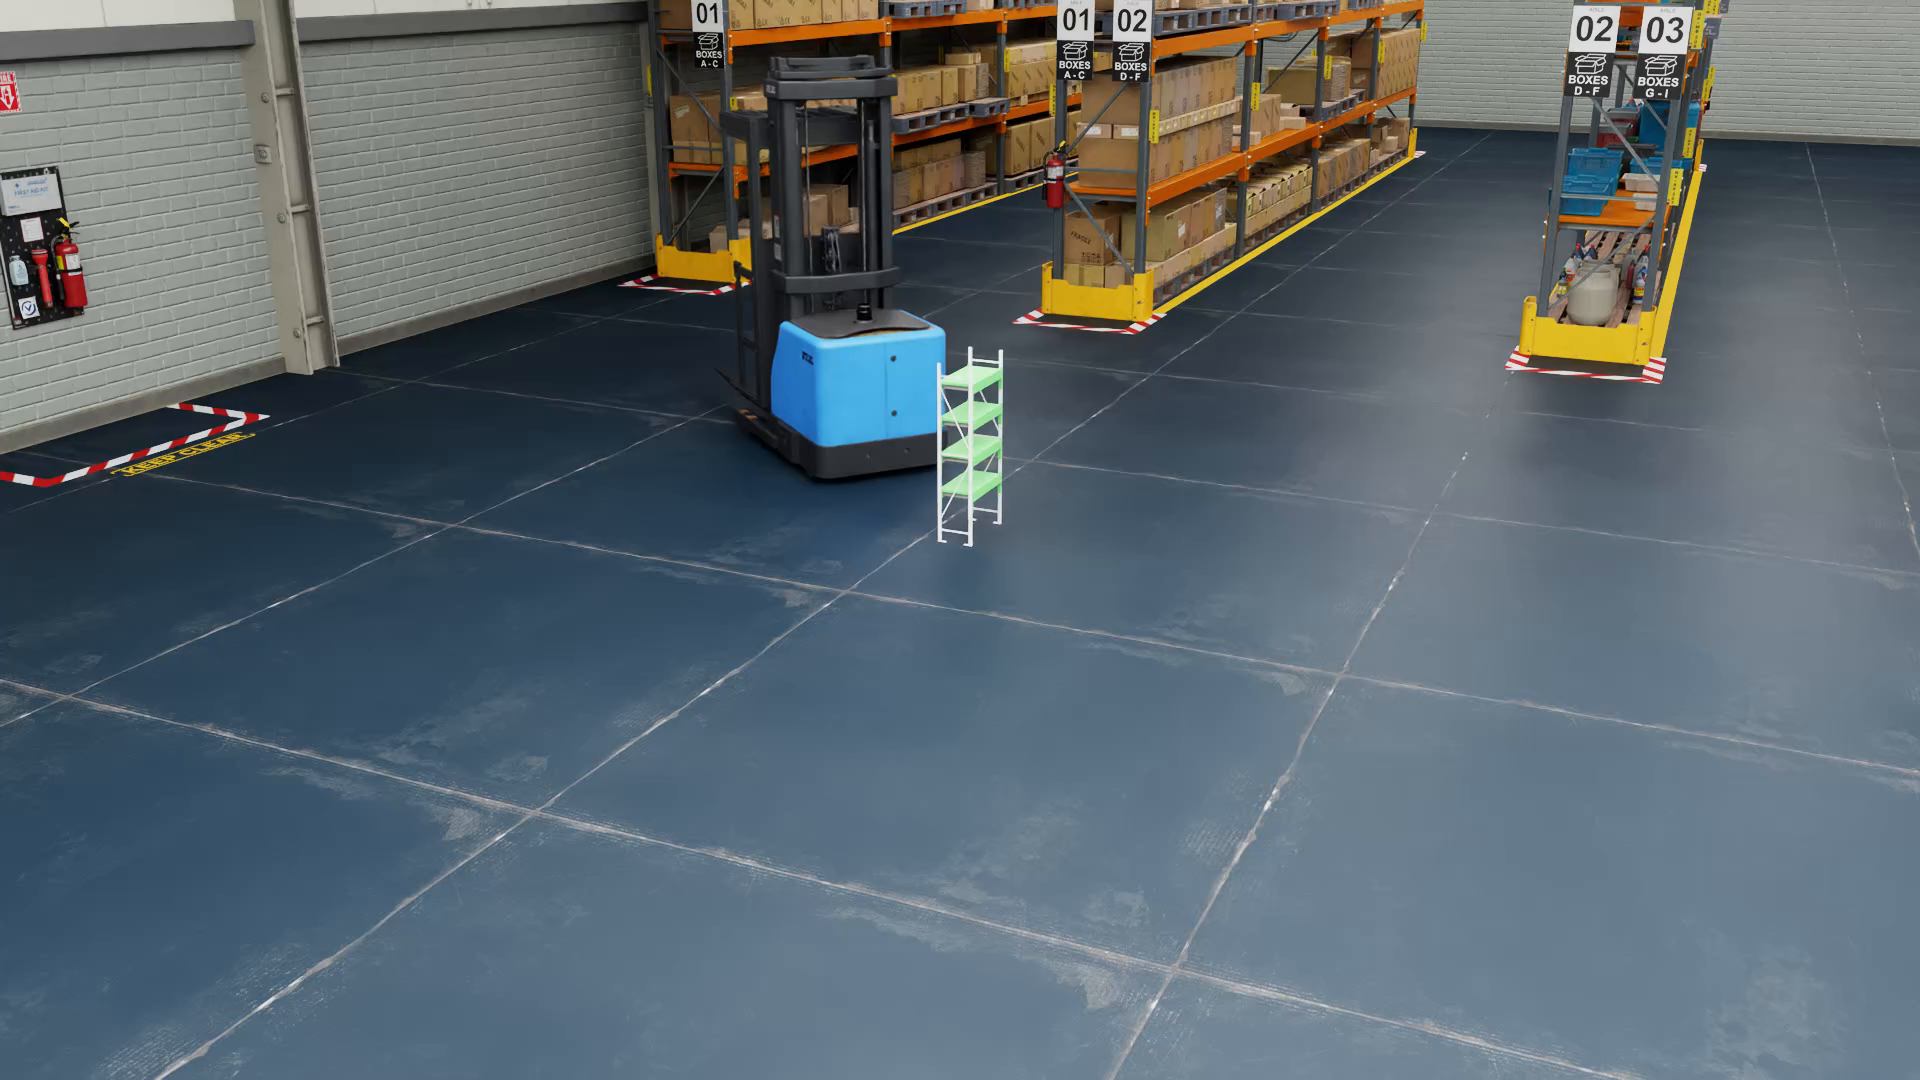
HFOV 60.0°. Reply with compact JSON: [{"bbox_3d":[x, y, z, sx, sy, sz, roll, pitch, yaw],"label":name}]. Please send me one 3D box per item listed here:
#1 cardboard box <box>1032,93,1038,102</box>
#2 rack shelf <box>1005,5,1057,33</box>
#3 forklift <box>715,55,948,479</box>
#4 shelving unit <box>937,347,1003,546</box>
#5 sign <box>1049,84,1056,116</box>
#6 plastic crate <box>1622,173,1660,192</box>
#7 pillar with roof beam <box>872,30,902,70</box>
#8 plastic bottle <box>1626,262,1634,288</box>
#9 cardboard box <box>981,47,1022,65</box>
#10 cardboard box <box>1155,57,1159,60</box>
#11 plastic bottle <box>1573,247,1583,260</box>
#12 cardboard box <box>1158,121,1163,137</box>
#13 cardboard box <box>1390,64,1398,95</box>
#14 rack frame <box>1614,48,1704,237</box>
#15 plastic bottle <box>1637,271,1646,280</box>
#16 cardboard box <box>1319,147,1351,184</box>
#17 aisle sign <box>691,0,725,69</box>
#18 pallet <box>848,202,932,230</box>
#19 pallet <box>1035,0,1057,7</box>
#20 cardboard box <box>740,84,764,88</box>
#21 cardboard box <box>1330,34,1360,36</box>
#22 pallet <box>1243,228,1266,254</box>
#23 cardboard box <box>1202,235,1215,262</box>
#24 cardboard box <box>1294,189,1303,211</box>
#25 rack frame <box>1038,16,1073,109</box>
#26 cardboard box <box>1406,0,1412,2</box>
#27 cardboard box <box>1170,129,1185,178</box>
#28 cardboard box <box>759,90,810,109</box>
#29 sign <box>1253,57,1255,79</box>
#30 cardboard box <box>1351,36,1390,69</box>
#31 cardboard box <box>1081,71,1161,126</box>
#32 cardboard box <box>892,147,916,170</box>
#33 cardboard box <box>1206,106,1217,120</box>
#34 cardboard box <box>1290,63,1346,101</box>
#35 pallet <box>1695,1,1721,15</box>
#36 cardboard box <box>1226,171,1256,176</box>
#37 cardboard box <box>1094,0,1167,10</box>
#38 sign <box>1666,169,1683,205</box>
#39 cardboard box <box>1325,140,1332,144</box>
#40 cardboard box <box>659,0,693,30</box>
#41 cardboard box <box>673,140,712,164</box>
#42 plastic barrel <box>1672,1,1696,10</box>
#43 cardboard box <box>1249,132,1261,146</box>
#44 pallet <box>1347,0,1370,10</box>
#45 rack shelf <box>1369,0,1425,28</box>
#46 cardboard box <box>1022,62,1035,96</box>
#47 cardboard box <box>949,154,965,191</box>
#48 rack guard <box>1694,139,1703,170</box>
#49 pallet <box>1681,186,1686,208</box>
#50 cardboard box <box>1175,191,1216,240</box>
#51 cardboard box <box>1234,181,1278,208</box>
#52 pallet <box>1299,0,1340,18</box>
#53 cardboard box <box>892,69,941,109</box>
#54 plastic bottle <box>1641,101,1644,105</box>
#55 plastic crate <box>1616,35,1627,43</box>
[{"bbox_3d":[1.068,-7.310,27.391,0.380,0.149,0.250,9,21,24],"label":"cardboard box"},{"bbox_3d":[1.040,-8.638,27.379,1.077,0.370,4.000,9,21,23],"label":"rack shelf"},{"bbox_3d":[-1.185,-2.276,12.994,1.130,2.935,3.031,-9,22,-24],"label":"forklift"},{"bbox_3d":[0.068,-0.616,10.910,0.258,1.200,0.503,9,21,23],"label":"shelving unit"},{"bbox_3d":[0.976,-4.564,17.245,0.100,0.325,0.005,9,21,23],"label":"sign"},{"bbox_3d":[7.187,-3.715,17.332,0.530,0.136,0.437,9,21,23],"label":"plastic crate"},{"bbox_3d":[2.827,-8.910,22.592,9.100,9.000,0.400,9,21,23],"label":"pillar with roof beam"},{"bbox_3d":[7.242,-2.869,17.958,0.061,0.283,0.133,9,21,23],"label":"plastic bottle"},{"bbox_3d":[0.654,-7.615,26.162,0.500,0.250,0.500,9,22,24],"label":"cardboard box"},{"bbox_3d":[3.297,-9.382,32.426,0.980,0.700,0.700,10,22,25],"label":"cardboard box"},{"bbox_3d":[6.835,-3.082,18.455,0.144,0.351,0.185,8,21,20],"label":"plastic bottle"},{"bbox_3d":[1.928,-4.353,17.614,0.380,0.149,0.250,8,21,21],"label":"cardboard box"},{"bbox_3d":[7.250,-7.972,28.759,0.500,0.500,0.500,8,21,22],"label":"cardboard box"},{"bbox_3d":[9.259,-5.593,22.219,1.000,3.000,0.127,9,21,23],"label":"rack frame"},{"bbox_3d":[7.150,-2.686,17.459,0.097,0.271,0.097,0,20,0],"label":"plastic bottle"},{"bbox_3d":[5.817,-5.877,26.092,0.500,0.500,0.500,8,21,21],"label":"cardboard box"},{"bbox_3d":[-2.811,-5.669,18.552,0.394,0.787,0.004,9,21,23],"label":"aisle sign"},{"bbox_3d":[-1.100,-4.654,23.741,1.003,0.211,1.213,9,21,23],"label":"pallet"},{"bbox_3d":[0.891,-8.823,27.107,1.003,0.211,1.213,10,22,25],"label":"pallet"},{"bbox_3d":[-2.427,-5.437,20.856,0.500,0.500,0.500,9,21,23],"label":"cardboard box"},{"bbox_3d":[6.558,-8.362,28.364,0.500,0.500,0.500,8,21,22],"label":"cardboard box"},{"bbox_3d":[3.370,-3.968,21.811,1.003,0.211,1.213,9,21,23],"label":"pallet"},{"bbox_3d":[2.708,-3.475,19.742,0.500,0.250,0.500,9,21,23],"label":"cardboard box"},{"bbox_3d":[4.541,-4.824,23.533,0.500,0.250,0.500,8,21,22],"label":"cardboard box"},{"bbox_3d":[1.859,-8.175,29.480,1.000,3.000,0.127,9,21,23],"label":"rack frame"},{"bbox_3d":[7.640,-9.563,29.129,0.500,0.250,0.500,9,21,23],"label":"cardboard box"},{"bbox_3d":[2.088,-4.329,18.515,0.700,0.500,0.500,9,21,23],"label":"cardboard box"},{"bbox_3d":[-2.157,-5.211,20.218,0.500,0.500,0.500,8,21,21],"label":"cardboard box"},{"bbox_3d":[4.242,-6.854,24.154,0.100,0.325,0.005,9,21,23],"label":"sign"},{"bbox_3d":[6.829,-8.120,27.684,0.500,0.500,0.500,9,22,24],"label":"cardboard box"},{"bbox_3d":[1.690,-4.644,17.465,0.700,0.500,0.500,9,21,23],"label":"cardboard box"},{"bbox_3d":[-0.954,-5.475,23.842,0.500,0.250,0.500,8,21,22],"label":"cardboard box"},{"bbox_3d":[2.769,-4.981,19.380,0.380,0.149,0.250,8,21,22],"label":"cardboard box"},{"bbox_3d":[5.445,-6.980,25.344,0.700,0.500,0.500,13,23,33],"label":"cardboard box"},{"bbox_3d":[9.661,-7.138,22.368,1.003,0.211,1.213,9,21,23],"label":"pallet"},{"bbox_3d":[3.841,-5.003,23.201,0.500,0.311,0.500,8,21,21],"label":"cardboard box"},{"bbox_3d":[1.705,-5.729,17.136,0.797,0.503,0.637,10,22,26],"label":"cardboard box"},{"bbox_3d":[6.483,-3.201,15.081,0.100,0.325,0.005,9,21,23],"label":"sign"},{"bbox_3d":[5.751,-6.247,27.133,0.500,0.500,0.500,9,21,23],"label":"cardboard box"},{"bbox_3d":[-3.115,-6.139,19.099,0.500,0.500,0.500,10,22,27],"label":"cardboard box"},{"bbox_3d":[-3.041,-4.615,19.664,0.500,0.250,0.500,9,21,23],"label":"cardboard box"},{"bbox_3d":[8.951,-6.521,20.557,0.301,0.262,0.301,0,20,0],"label":"plastic barrel"},{"bbox_3d":[3.653,-5.176,21.420,0.380,0.149,0.250,9,21,23],"label":"cardboard box"},{"bbox_3d":[5.626,-8.314,25.675,1.213,0.211,1.003,9,21,23],"label":"pallet"},{"bbox_3d":[7.198,-9.182,28.909,1.077,0.370,4.000,9,21,23],"label":"rack shelf"},{"bbox_3d":[0.876,-7.421,26.737,0.500,0.500,0.500,9,22,24],"label":"cardboard box"},{"bbox_3d":[-0.344,-5.613,25.350,0.700,0.500,0.500,9,21,23],"label":"cardboard box"},{"bbox_3d":[12.533,-6.870,29.541,1.175,0.500,0.348,9,21,23],"label":"rack guard"},{"bbox_3d":[10.543,-5.272,25.478,1.003,0.211,1.213,9,21,23],"label":"pallet"},{"bbox_3d":[2.696,-3.831,19.621,0.500,0.500,0.500,9,21,23],"label":"cardboard box"},{"bbox_3d":[3.921,-4.621,22.125,0.500,0.311,0.500,8,21,21],"label":"cardboard box"},{"bbox_3d":[4.545,-7.379,23.045,1.213,0.211,1.003,10,22,25],"label":"pallet"},{"bbox_3d":[-0.701,-6.510,23.993,0.700,0.500,0.500,12,23,30],"label":"cardboard box"},{"bbox_3d":[10.119,-6.364,24.573,0.152,0.276,0.135,9,21,23],"label":"plastic bottle"},{"bbox_3d":[6.489,-5.178,16.598,0.392,0.384,0.575,9,21,23],"label":"plastic crate"}]
